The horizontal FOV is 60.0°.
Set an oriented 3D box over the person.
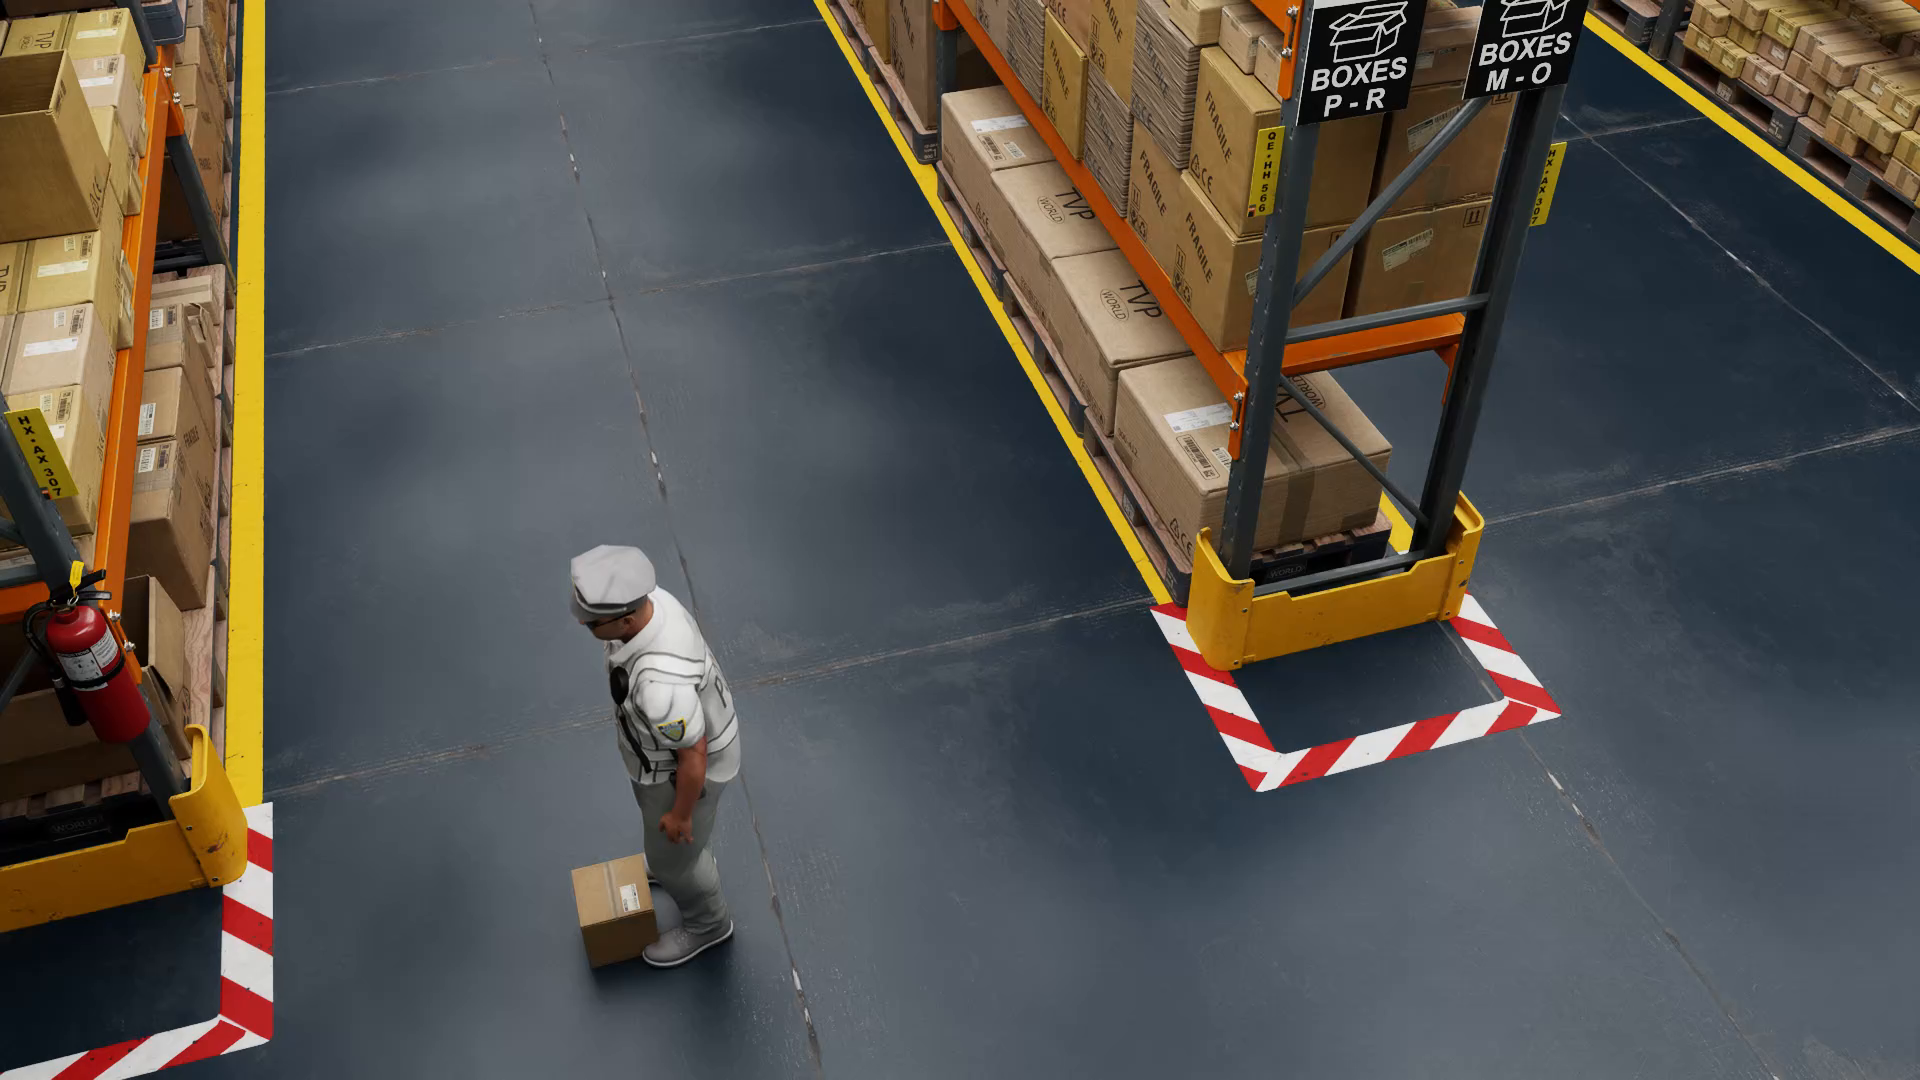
[{"bbox_3d":[-0.946,0.687,5.390,0.447,1.749,0.606,-14,44,-15],"label":"person"}]
